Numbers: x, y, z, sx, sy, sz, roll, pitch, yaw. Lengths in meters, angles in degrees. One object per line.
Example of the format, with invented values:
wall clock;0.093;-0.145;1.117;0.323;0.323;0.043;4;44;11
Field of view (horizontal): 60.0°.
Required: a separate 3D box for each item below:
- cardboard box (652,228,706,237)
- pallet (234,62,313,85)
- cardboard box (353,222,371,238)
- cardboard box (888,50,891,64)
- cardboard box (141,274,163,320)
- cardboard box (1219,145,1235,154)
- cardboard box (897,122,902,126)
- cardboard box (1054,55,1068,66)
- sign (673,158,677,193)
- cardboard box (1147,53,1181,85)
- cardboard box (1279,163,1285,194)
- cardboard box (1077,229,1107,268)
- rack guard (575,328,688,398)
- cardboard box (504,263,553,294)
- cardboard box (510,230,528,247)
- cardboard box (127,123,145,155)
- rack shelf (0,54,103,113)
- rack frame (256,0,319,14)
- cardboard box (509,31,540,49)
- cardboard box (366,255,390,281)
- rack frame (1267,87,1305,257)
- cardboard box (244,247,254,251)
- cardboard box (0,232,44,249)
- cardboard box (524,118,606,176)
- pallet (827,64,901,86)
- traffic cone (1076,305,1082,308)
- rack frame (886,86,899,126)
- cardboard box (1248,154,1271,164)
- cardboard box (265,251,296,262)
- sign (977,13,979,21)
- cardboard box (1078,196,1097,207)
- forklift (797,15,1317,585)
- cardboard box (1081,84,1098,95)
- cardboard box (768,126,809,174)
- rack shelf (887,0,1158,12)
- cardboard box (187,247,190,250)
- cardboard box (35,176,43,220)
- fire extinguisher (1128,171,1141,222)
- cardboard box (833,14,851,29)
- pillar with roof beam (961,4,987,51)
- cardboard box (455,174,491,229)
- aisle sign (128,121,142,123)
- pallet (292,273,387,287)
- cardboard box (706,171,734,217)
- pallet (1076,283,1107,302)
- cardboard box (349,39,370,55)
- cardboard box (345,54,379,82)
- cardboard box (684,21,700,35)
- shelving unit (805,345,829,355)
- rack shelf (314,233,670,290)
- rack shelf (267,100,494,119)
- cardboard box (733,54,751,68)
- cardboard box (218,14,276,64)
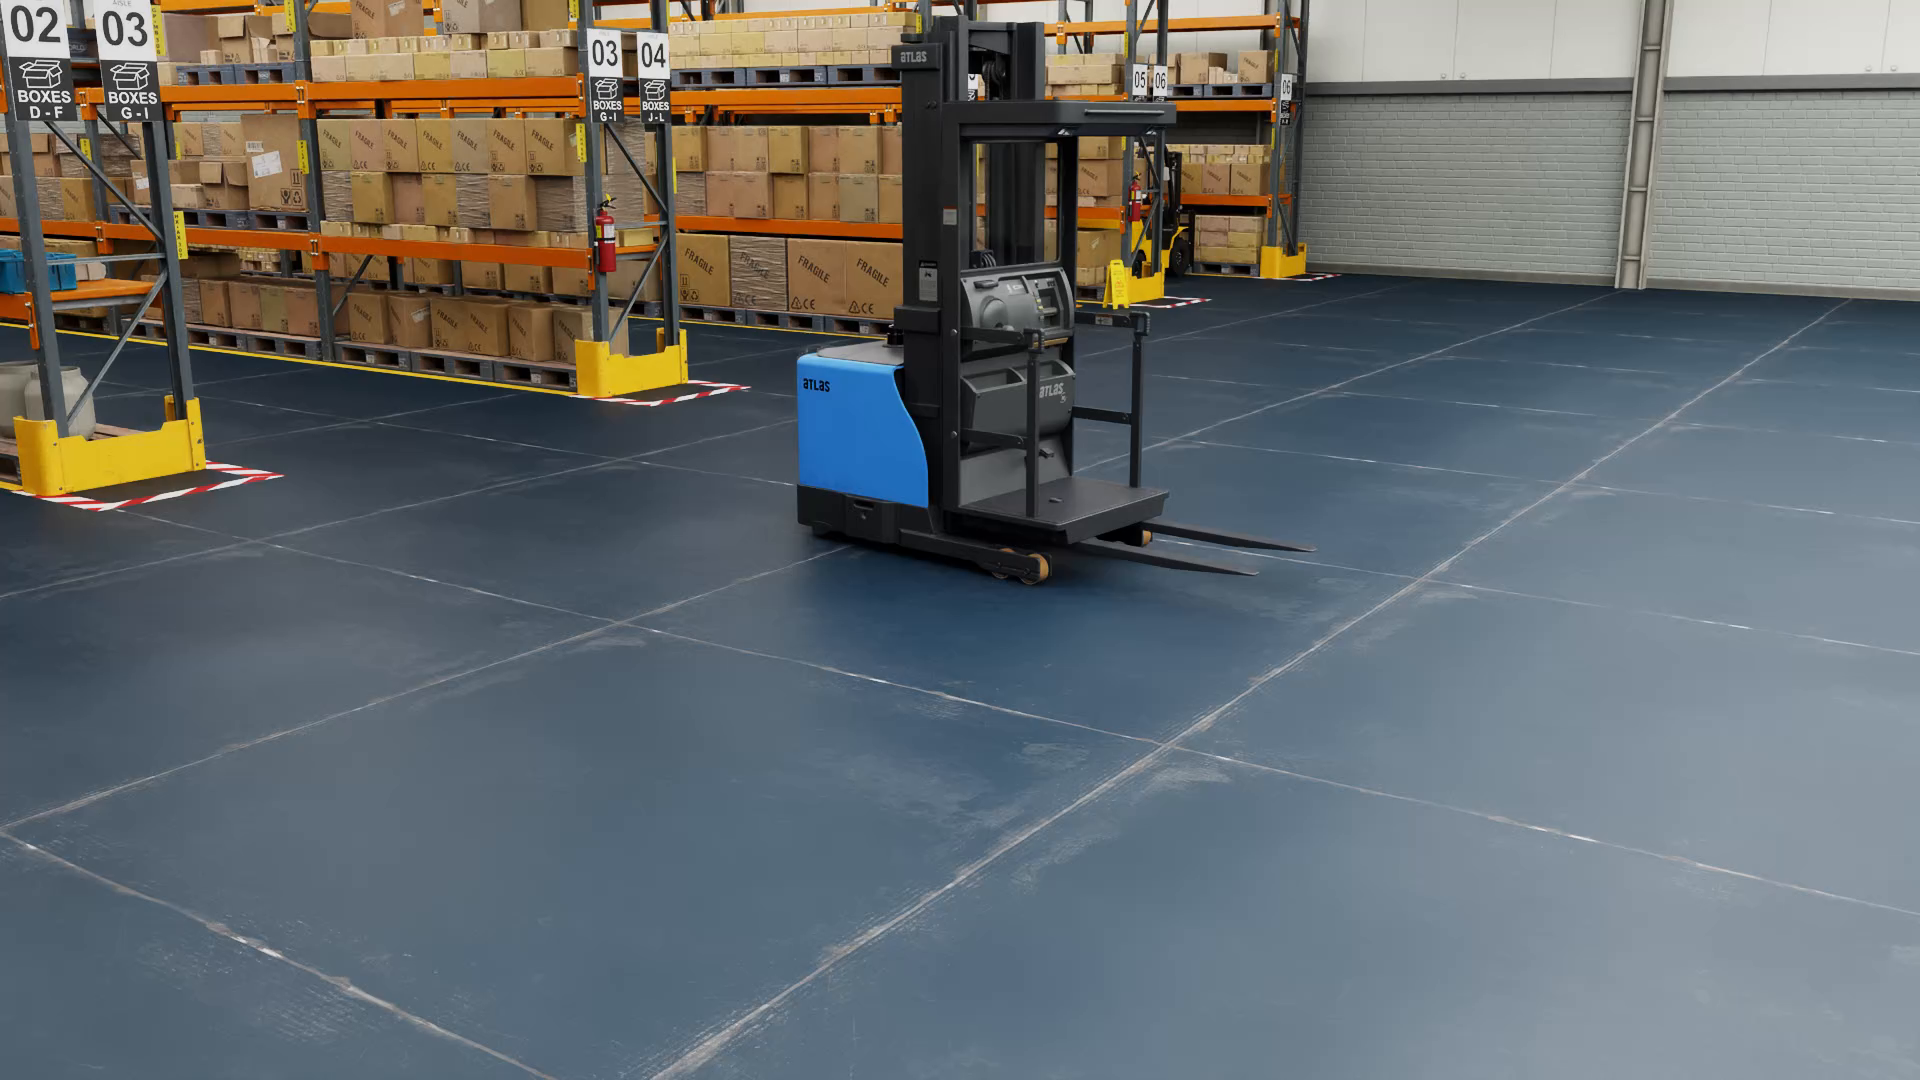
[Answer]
cardboard box;-4.618;-5.195;28.116;0.875;0.875;0.875;9;17;32
pallet;-6.756;-4.870;17.403;1.003;0.211;1.213;9;17;33
cardboard box;-5.870;-3.126;16.733;0.250;0.149;0.380;9;17;33
cardboard box;-0.597;-5.404;18.609;0.250;0.149;0.380;9;17;33
cardboard box;-9.055;-2.852;19.389;0.500;0.500;0.700;8;16;30
cardboard box;4.445;-6.401;27.263;0.250;0.149;0.380;10;17;34
cardboard box;-0.529;-5.953;24.722;0.500;0.500;0.700;9;17;32
cardboard box;1.505;-6.666;23.128;0.250;0.149;0.380;9;17;33
sign;-2.682;-3.393;15.487;0.005;0.325;0.100;9;17;33
cardboard box;3.552;-7.844;27.727;0.637;0.503;0.797;10;17;35
cardboard box;5.058;-6.001;27.616;0.500;0.500;0.500;10;17;35
cardboard box;1.736;-4.129;23.550;0.500;0.500;0.500;9;17;33
rack guard;-3.047;-1.662;15.495;0.348;0.500;1.175;9;17;33
cardboard box;-5.588;-3.809;22.775;0.750;0.750;1.050;9;17;34
cardboard box;-3.978;-2.834;15.550;0.250;0.149;0.380;9;17;33
cardboard box;-13.184;-6.551;27.137;0.500;0.500;0.500;9;17;32
rack shelf;-7.408;-3.252;11.974;4.000;0.370;1.077;9;17;33
rack frame;-10.090;-8.362;24.874;0.127;3.000;1.000;9;17;33
cardboard box;-3.828;-4.490;14.958;0.250;0.149;0.380;8;16;30
cardboard box;-8.339;-4.078;24.382;0.500;0.500;0.500;8;16;30
rack frame;5.314;-5.831;27.136;0.127;3.000;1.000;9;17;33
cardboard box;-10.975;-4.612;26.035;0.250;0.149;0.380;9;17;32
cardboard box;-11.657;-3.445;21.046;0.875;0.875;1.225;9;16;31
cardboard box;-3.579;-3.568;15.085;0.500;0.500;0.500;9;17;33
pallet;-0.754;-5.351;19.138;1.213;0.211;1.003;9;17;33
traffic cone;1.470;-3.410;22.635;0.334;0.463;0.336;9;17;33
rack frame;-0.773;-5.377;25.303;0.127;3.000;1.000;9;17;33
cardboard box;4.870;-6.185;27.008;0.250;0.149;0.380;9;17;34
cardboard box;-10.528;-4.393;25.766;0.250;0.149;0.380;10;17;34
sign;0.182;-5.869;19.063;0.005;0.325;0.100;9;17;33
cardboard box;1.845;-4.738;23.244;0.250;0.149;0.380;9;16;32
forklift;0.488;-1.327;9.084;3.031;2.935;1.130;11;18;38
cardboard box;1.870;-6.194;22.882;0.250;0.149;0.380;9;17;33
cardboard box;-1.828;-4.697;19.998;0.500;0.550;0.875;9;17;33
rack shelf;0.887;-7.670;23.585;4.000;0.370;1.077;9;17;33
cardboard box;-12.517;-4.710;27.046;0.250;0.149;0.380;10;17;35
cardboard box;-11.013;-4.140;20.097;0.500;0.500;0.500;9;16;31
fire extinguisher;2.384;-4.696;22.712;0.183;0.674;0.296;9;17;33
cardboard box;-1.236;-5.894;18.929;0.250;0.149;0.380;10;17;34
pillar with roof beam;-2.142;-8.962;27.301;0.400;9.000;9.100;9;17;33
cardboard box;-4.298;-3.256;15.906;0.500;0.500;0.875;9;17;33
aisle sign;-13.637;-7.198;27.248;0.004;0.787;0.394;9;17;33
pallet;-9.443;-3.992;25.510;1.213;0.211;1.003;9;17;33
cardboard box;-2.670;-4.333;20.773;0.550;0.550;0.875;9;17;33
pallet;1.829;-3.613;23.981;1.213;0.211;1.003;9;17;33
cardboard box;-5.733;-4.810;16.252;0.250;0.149;0.380;9;17;33
cardboard box;-5.631;-4.603;16.246;0.500;0.250;0.500;9;17;32
cardboard box;-3.126;-6.200;20.164;0.250;0.149;0.380;9;17;32
shelving unit;-0.788;-0.663;10.316;0.252;1.050;0.215;11;18;38
rack shelf;-4.644;-2.784;16.324;4.000;0.370;1.077;9;17;33
rack shelf;-8.430;-6.288;24.238;4.000;0.370;1.077;9;17;33
cardboard box;-2.494;-5.711;19.848;0.250;0.149;0.380;9;16;32
cardboard box;-7.420;-5.320;17.742;0.637;0.503;0.797;10;17;35
